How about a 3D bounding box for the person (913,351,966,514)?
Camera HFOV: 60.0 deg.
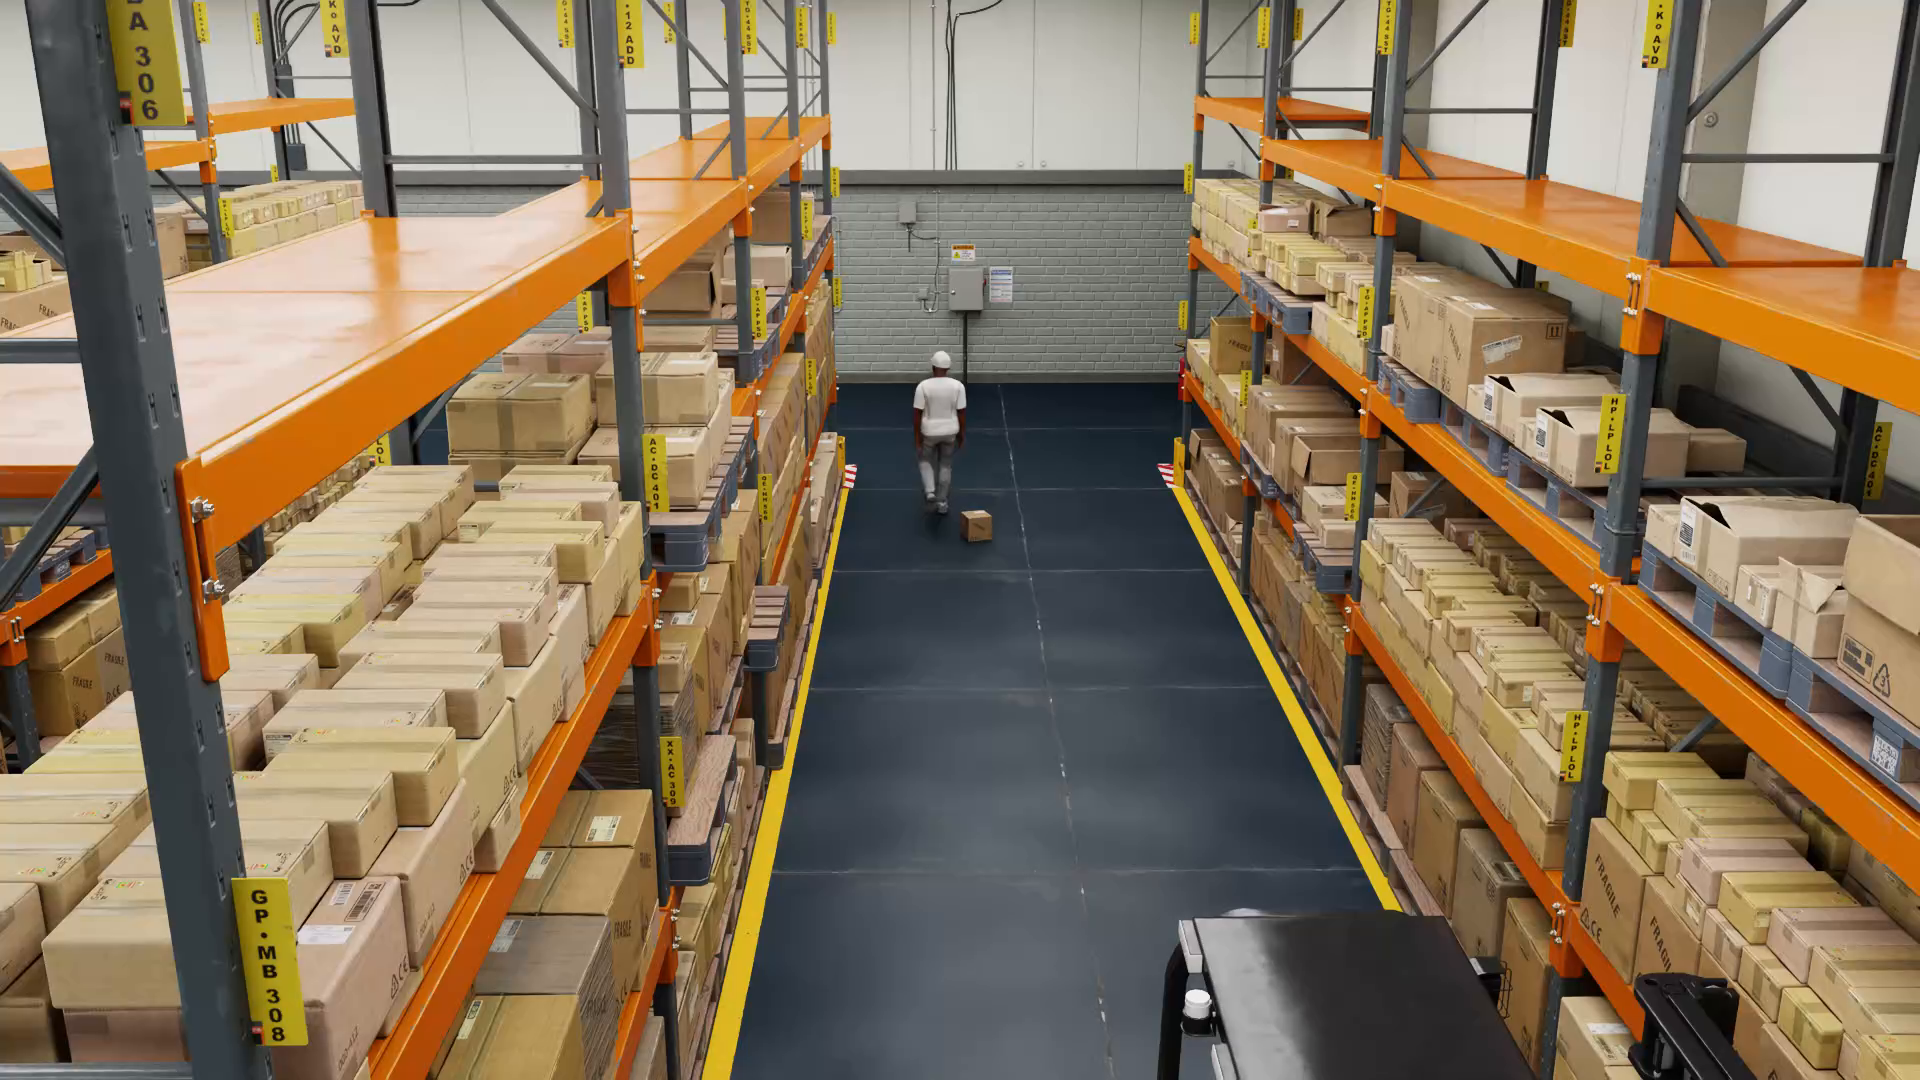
[{"bbox_3d":[-0.219,-1.137,17.644,0.564,1.756,0.493,-2,17,-7],"label":"person"}]
